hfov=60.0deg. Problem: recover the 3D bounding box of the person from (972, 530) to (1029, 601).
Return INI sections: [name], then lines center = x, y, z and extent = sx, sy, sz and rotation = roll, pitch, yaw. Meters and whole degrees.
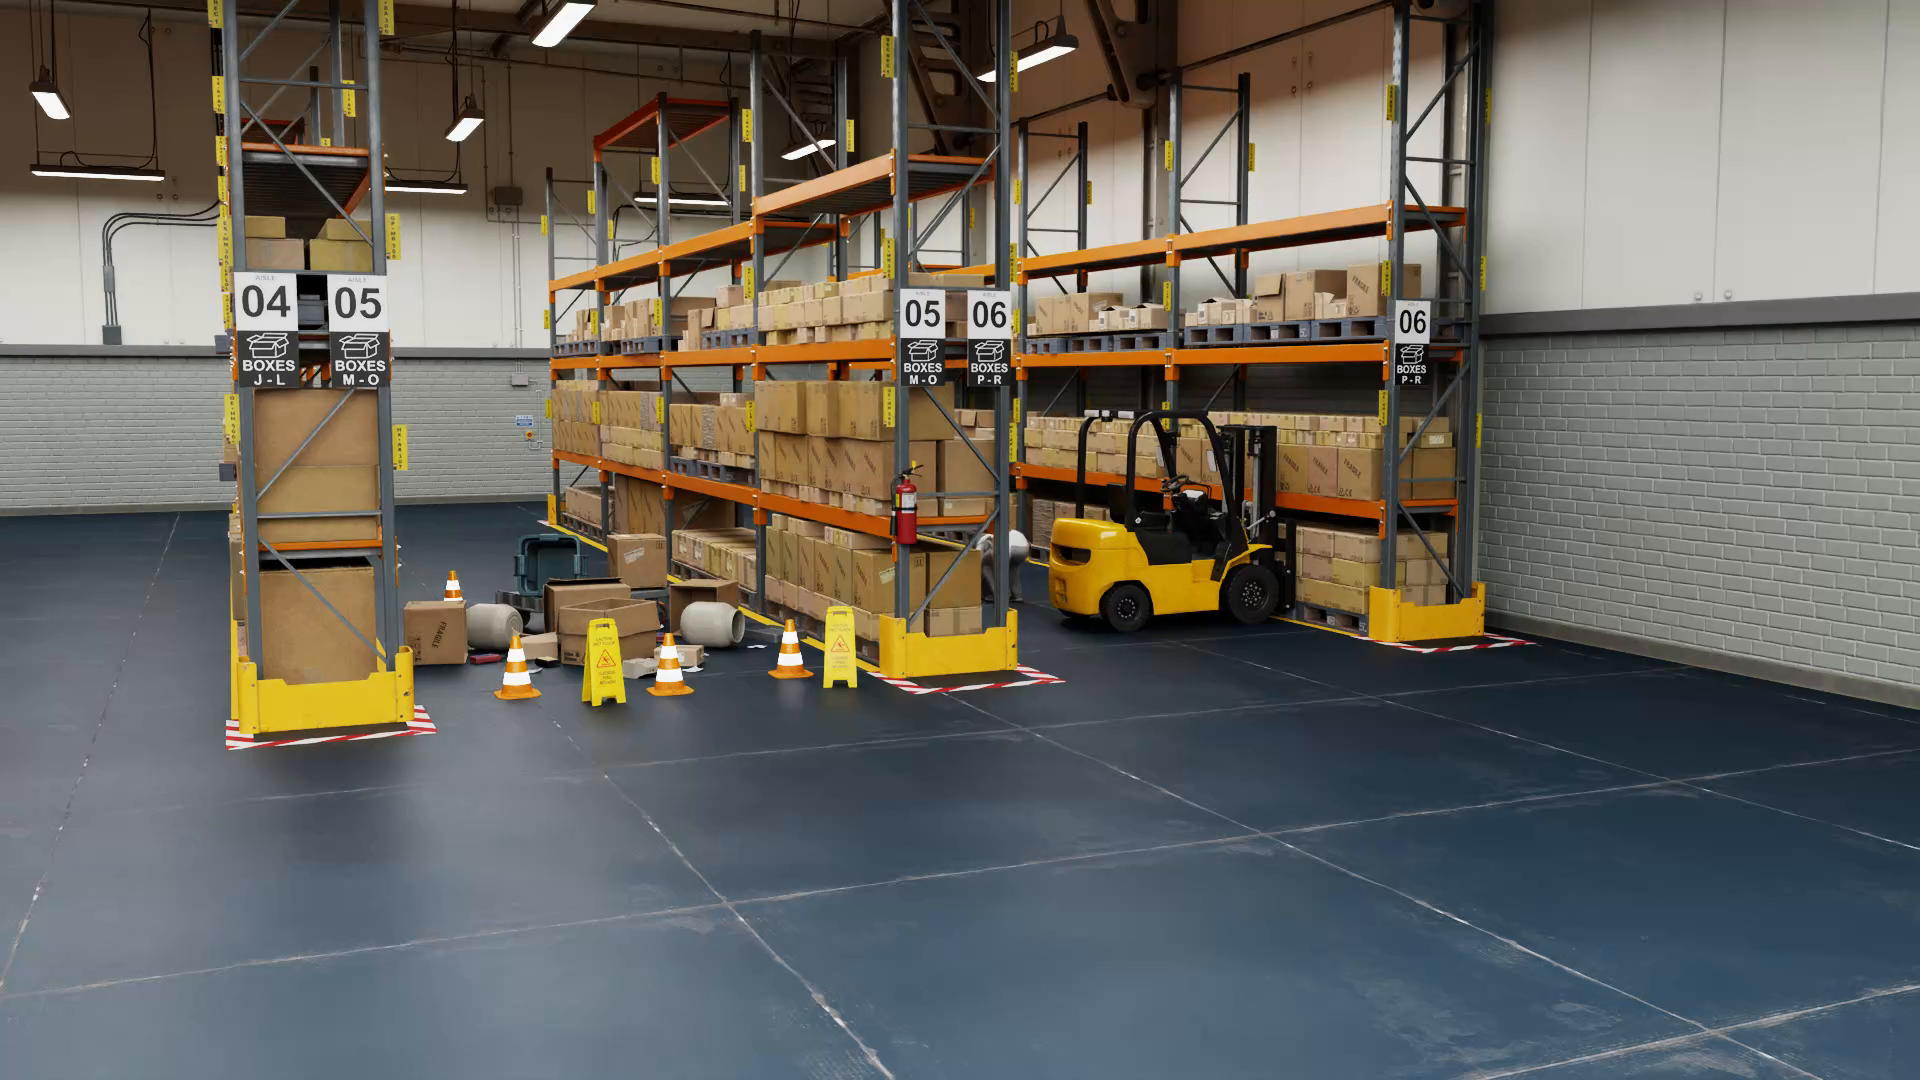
[person]
center = 0.431, 0.286, 18.639
extent = 0.456, 0.822, 0.919
rotation = -3, 6, -26
